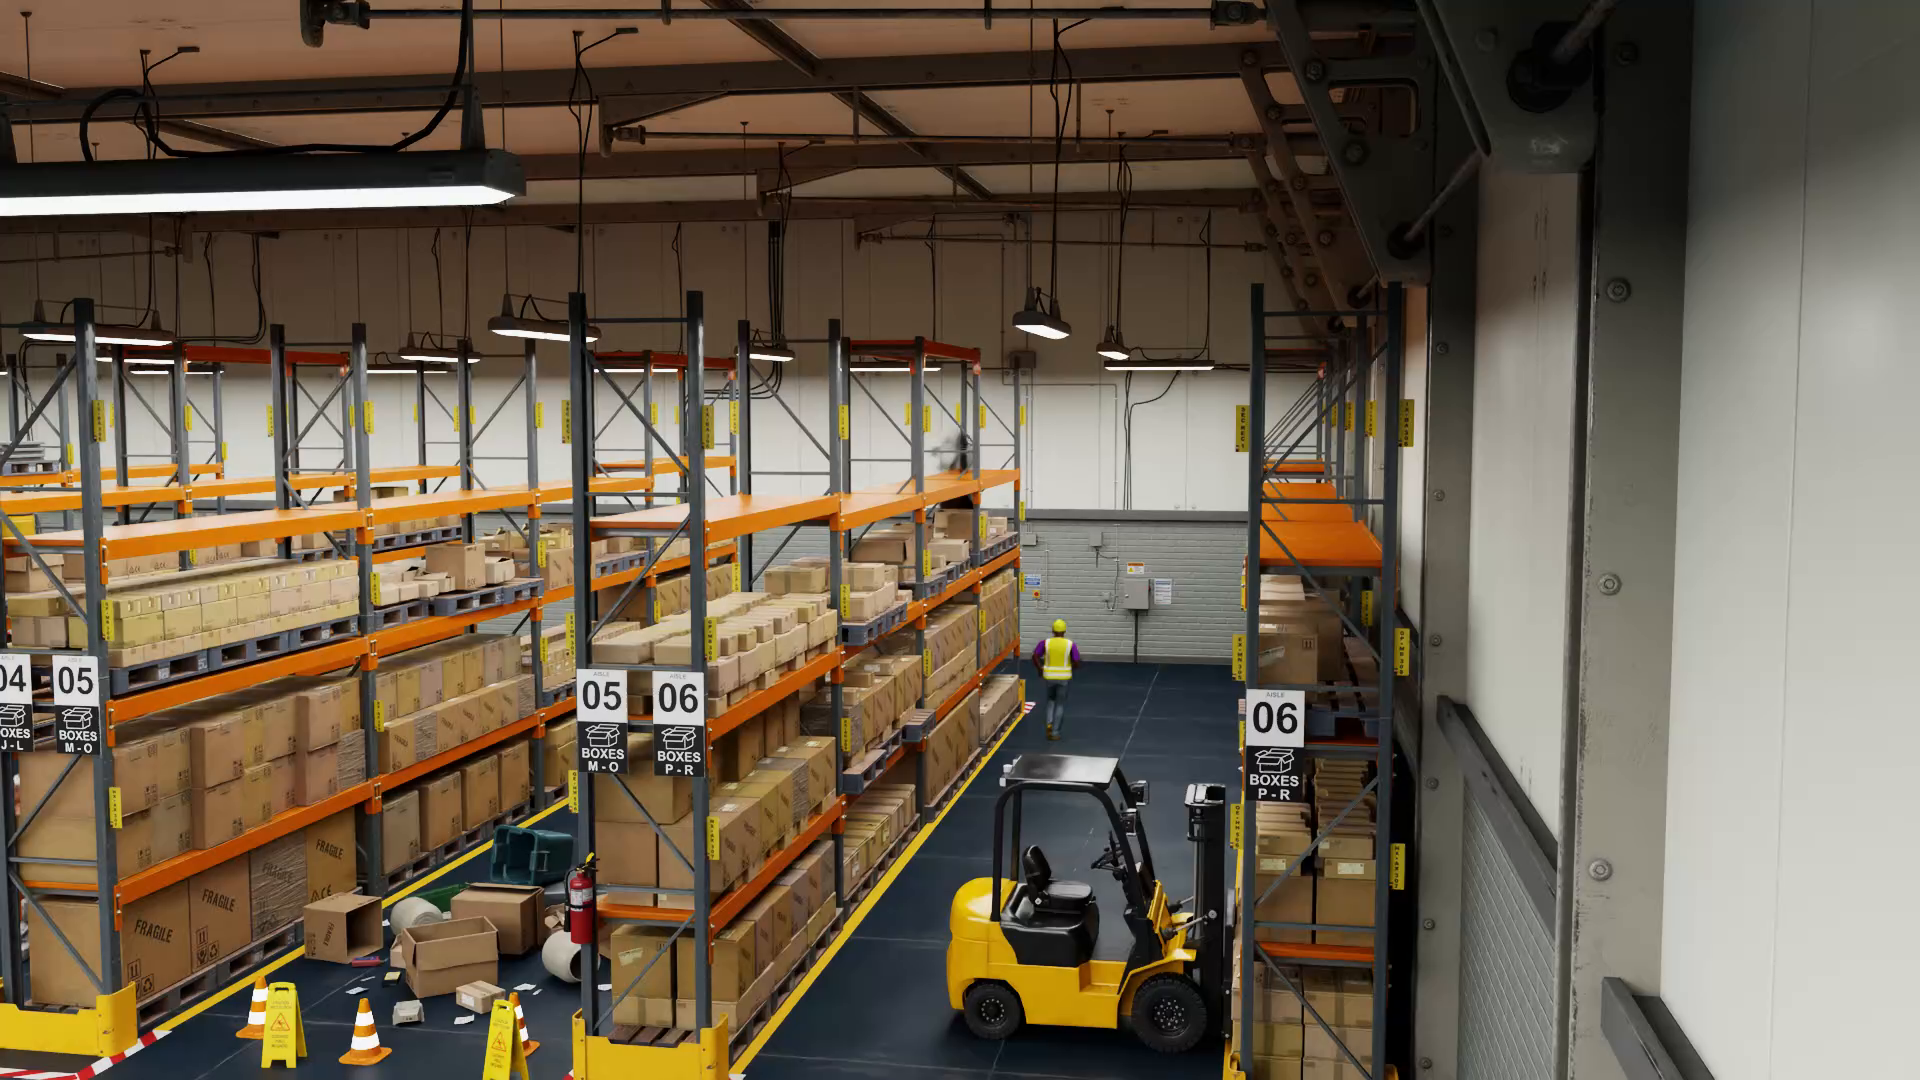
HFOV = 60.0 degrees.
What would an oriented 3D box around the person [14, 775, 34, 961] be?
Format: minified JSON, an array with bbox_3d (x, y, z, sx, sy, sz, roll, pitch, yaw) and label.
[{"bbox_3d":[-8.771,3.054,15.477,0.655,1.742,0.593,0,5,-1],"label":"person"}]

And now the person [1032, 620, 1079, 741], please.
[{"bbox_3d":[1.434,2.064,24.457,0.672,1.809,0.663,1,5,15],"label":"person"}]
